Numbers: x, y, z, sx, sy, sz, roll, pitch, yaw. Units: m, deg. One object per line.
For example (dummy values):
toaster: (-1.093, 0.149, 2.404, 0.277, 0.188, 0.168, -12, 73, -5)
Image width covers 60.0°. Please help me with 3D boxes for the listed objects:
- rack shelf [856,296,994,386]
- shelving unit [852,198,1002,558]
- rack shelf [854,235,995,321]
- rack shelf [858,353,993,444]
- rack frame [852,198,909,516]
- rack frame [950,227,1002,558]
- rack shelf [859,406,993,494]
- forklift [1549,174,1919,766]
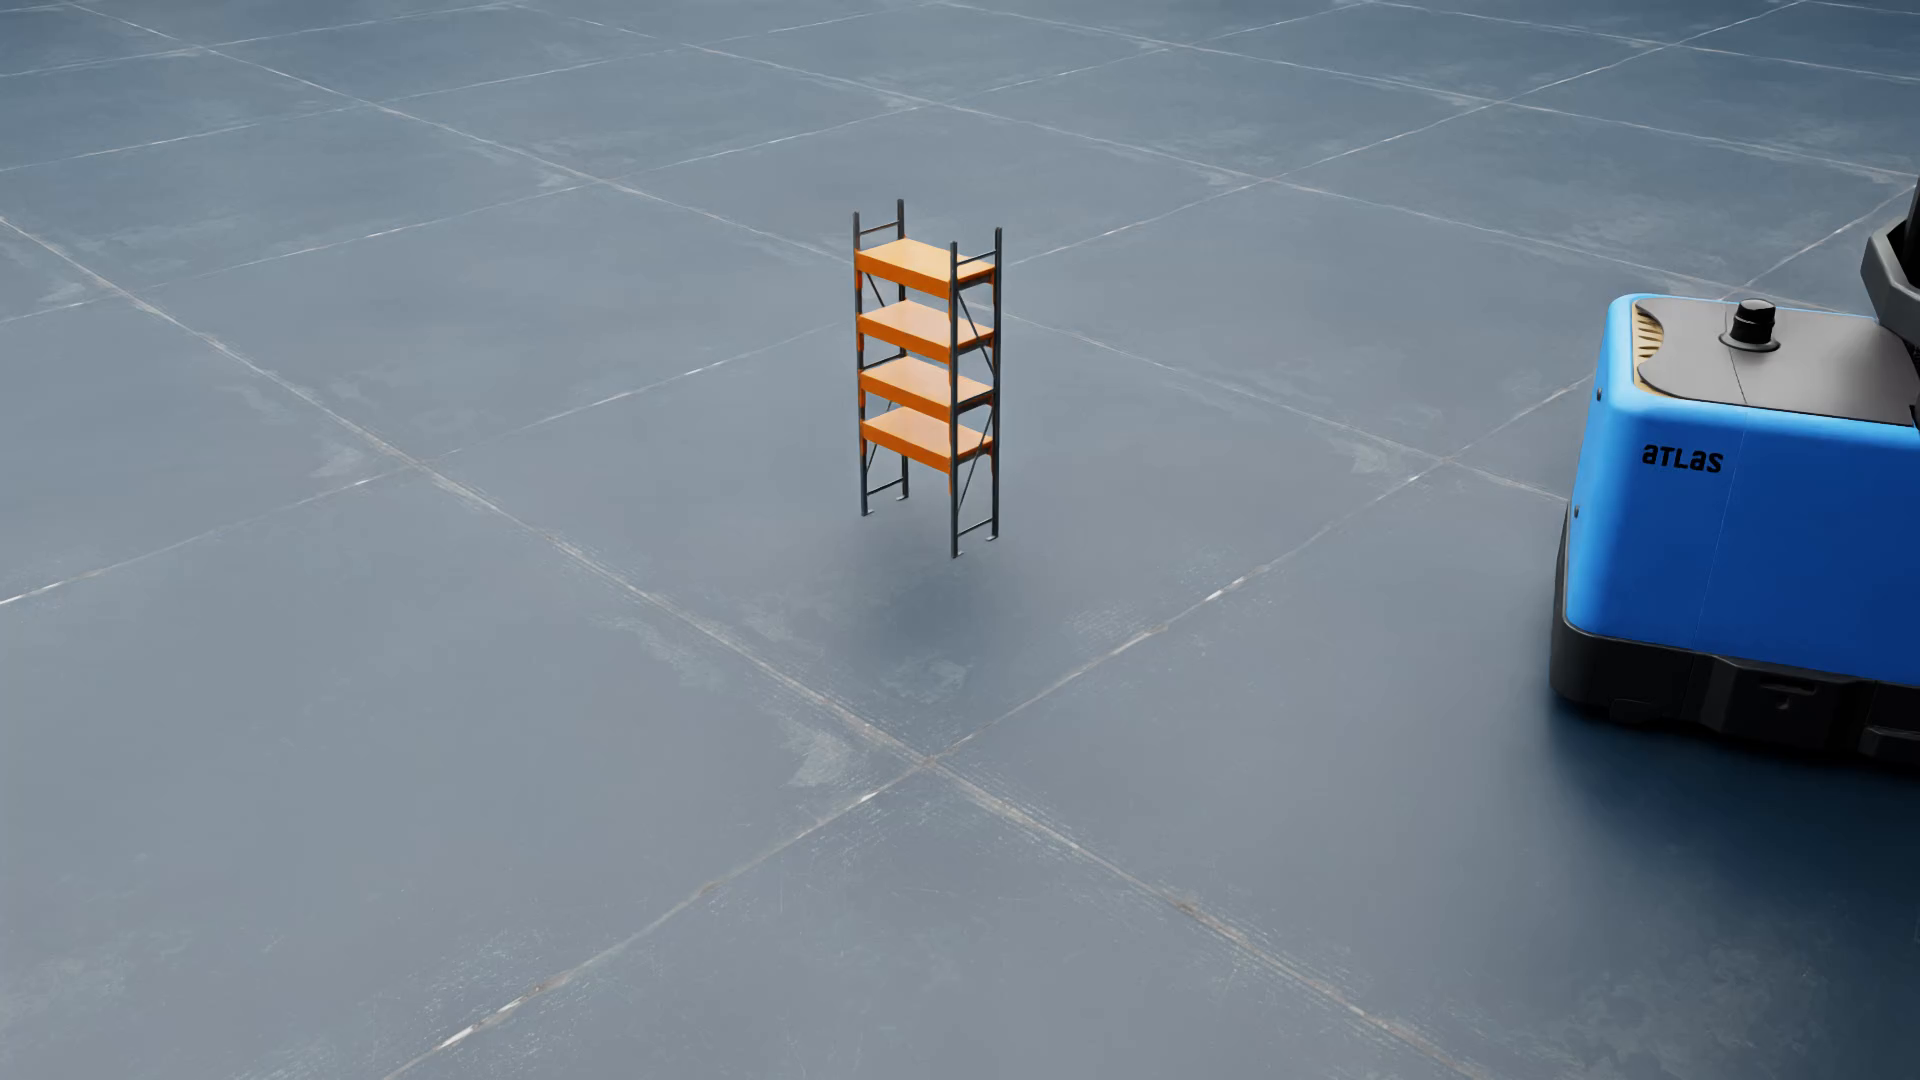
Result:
rack shelf: (-0.118, -0.724, 6.001, 0.480, 0.148, 0.258, 25, 36, 38)
shelving unit: (-0.118, -0.585, 6.073, 0.503, 1.200, 0.258, 25, 36, 38)
rack shelf: (-0.118, -0.933, 5.891, 0.480, 0.148, 0.258, 25, 36, 38)
rack shelf: (-0.118, -0.526, 6.105, 0.480, 0.148, 0.258, 25, 36, 38)
rack frame: (-0.292, -0.665, 6.225, 0.015, 1.200, 0.240, 25, 36, 38)
rack frame: (0.056, -0.505, 5.922, 0.015, 1.200, 0.240, 25, 36, 38)
rack shelf: (-0.118, -0.350, 6.197, 0.480, 0.148, 0.258, 25, 36, 38)
forklift: (3.430, -0.743, 4.514, 3.031, 2.935, 1.130, 9, 29, 17)
